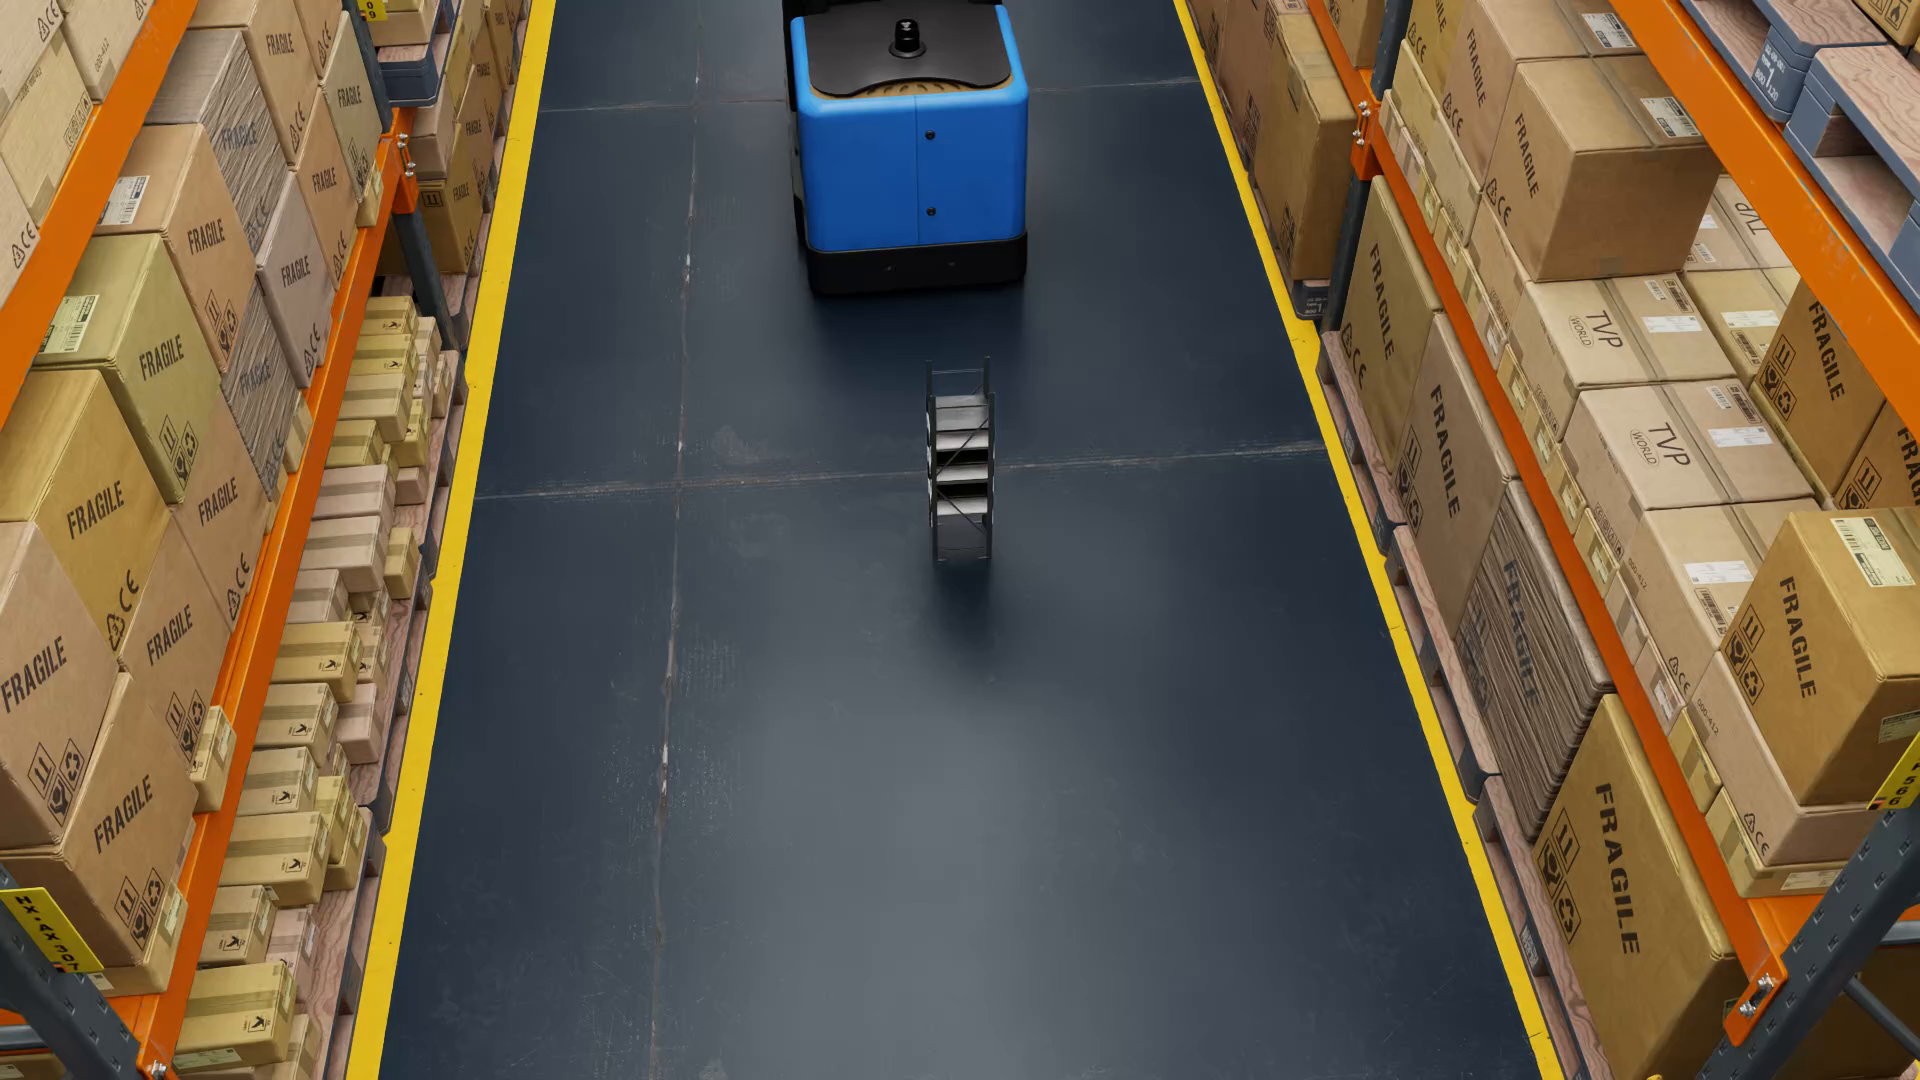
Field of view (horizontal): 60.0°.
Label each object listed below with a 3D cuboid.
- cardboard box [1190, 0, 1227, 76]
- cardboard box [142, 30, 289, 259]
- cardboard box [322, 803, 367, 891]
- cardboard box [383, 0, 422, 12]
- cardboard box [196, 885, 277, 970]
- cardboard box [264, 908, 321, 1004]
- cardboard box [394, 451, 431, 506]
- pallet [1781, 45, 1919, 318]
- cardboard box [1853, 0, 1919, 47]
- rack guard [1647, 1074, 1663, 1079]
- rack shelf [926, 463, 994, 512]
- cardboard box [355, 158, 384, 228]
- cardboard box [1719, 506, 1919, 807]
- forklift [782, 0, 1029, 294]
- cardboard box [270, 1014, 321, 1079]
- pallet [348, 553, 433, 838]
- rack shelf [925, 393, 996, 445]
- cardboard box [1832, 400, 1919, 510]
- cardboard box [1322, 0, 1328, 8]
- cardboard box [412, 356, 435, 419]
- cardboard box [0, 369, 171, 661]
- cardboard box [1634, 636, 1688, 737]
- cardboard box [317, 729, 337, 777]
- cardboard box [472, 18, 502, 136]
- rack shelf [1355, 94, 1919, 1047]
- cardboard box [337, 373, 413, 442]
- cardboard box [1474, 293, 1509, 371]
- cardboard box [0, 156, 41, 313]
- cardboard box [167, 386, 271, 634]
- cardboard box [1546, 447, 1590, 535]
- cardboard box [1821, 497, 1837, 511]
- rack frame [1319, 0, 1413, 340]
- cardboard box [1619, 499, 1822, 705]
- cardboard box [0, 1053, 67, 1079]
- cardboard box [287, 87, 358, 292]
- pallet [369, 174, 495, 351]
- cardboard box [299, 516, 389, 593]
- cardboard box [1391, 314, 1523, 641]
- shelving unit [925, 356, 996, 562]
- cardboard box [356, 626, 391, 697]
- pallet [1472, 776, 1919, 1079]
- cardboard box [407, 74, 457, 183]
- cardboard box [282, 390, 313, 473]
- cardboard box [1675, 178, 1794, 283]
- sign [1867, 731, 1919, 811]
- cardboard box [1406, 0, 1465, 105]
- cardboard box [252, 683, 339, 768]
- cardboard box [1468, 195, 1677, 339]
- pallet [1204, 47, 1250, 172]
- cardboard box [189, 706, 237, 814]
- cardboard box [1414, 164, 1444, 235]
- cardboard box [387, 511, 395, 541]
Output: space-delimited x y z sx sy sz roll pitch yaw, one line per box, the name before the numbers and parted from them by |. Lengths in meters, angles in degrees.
cardboard box | 1.955 -3.140 8.968 1.225 0.875 0.875 -3 47 -3
cardboard box | -2.379 -1.161 4.958 0.500 0.500 0.500 -2 47 -2
cardboard box | -2.198 1.027 5.522 0.380 0.149 0.250 -3 47 -3
cardboard box | -2.340 -2.223 6.604 0.380 0.149 0.250 -3 47 -3
cardboard box | -2.278 1.184 4.964 0.380 0.149 0.250 -3 47 -3
cardboard box | -2.185 1.282 5.076 0.380 0.149 0.250 -4 47 -3
cardboard box | -2.368 -0.270 6.751 0.380 0.149 0.250 -5 47 -5
pallet | 2.448 -0.621 3.404 1.003 0.211 1.213 -3 47 -3
cardboard box | 2.405 -1.487 3.736 0.700 0.500 0.500 -6 47 -6
rack guard | 2.523 1.793 4.844 1.175 0.500 0.348 -3 47 -3
rack shelf | 0.001 -0.219 6.644 0.258 0.077 0.200 -3 47 -3
cardboard box | -2.378 -1.291 6.216 0.380 0.149 0.250 -5 47 -4
cardboard box | 2.218 0.271 3.946 0.500 0.500 0.500 -3 47 -3
forklift | -0.366 -3.252 7.948 1.130 2.935 3.031 -5 47 -5
cardboard box | -2.155 1.582 4.996 0.380 0.149 0.250 -3 47 -2
pallet | -2.568 0.578 6.194 1.003 0.211 1.213 -3 47 -3
rack shelf | 0.001 -0.466 6.382 0.258 0.077 0.200 -3 47 -3
cardboard box | 2.708 -0.118 4.314 0.500 0.500 0.500 -5 47 -4
cardboard box | 1.840 -2.692 7.301 0.500 0.500 0.500 -2 47 -2
cardboard box | -2.387 -0.612 6.870 0.380 0.149 0.250 -6 47 -5
cardboard box | -2.252 -0.041 3.897 0.500 0.500 0.500 -2 47 -2
cardboard box | 2.119 0.395 4.620 0.380 0.149 0.250 -3 47 -3
cardboard box | -2.324 0.732 5.597 0.380 0.149 0.250 -6 47 -5
cardboard box | -2.666 -2.346 8.475 0.500 0.500 0.500 -3 47 -3
rack shelf | 2.353 -0.283 5.584 1.077 0.370 4.000 -3 47 -3
cardboard box | -2.387 -0.514 6.572 0.380 0.149 0.250 -4 47 -4
cardboard box | 1.988 -0.719 5.675 0.380 0.149 0.250 -3 47 -3
cardboard box | -2.253 -0.557 3.385 0.500 0.250 0.500 -2 47 -2
cardboard box | -2.291 -0.074 4.617 0.500 0.500 0.500 -3 47 -3
cardboard box | 2.054 -0.161 5.146 0.380 0.149 0.250 -3 47 -3
cardboard box | 2.700 0.126 4.599 0.500 0.250 0.500 -4 47 -4
rack frame | 2.186 -1.978 6.694 1.000 3.000 0.127 -3 47 -3
cardboard box | 2.174 0.164 4.564 0.500 0.250 0.500 -4 47 -4
cardboard box | -2.727 1.408 4.751 0.380 0.149 0.250 -3 47 -3
cardboard box | -2.401 -1.177 5.662 0.500 0.500 0.500 -5 47 -4
pallet | -2.832 -1.354 8.023 1.003 0.211 1.213 -3 47 -3
cardboard box | -2.293 0.063 6.026 0.380 0.149 0.250 -5 47 -5
cardboard box | 2.237 -0.258 6.239 0.875 0.875 0.875 -3 47 -3
shelving unit | 0.001 -0.304 6.554 0.258 0.900 0.210 -3 47 -3
cardboard box | -2.298 0.464 6.056 0.380 0.149 0.250 -3 47 -3
pallet | 2.376 1.301 5.509 1.003 0.211 1.213 -3 47 -3
cardboard box | -2.564 -1.843 7.482 0.500 0.250 0.500 -5 47 -5
cardboard box | -2.305 -0.344 5.319 0.380 0.149 0.250 -3 47 -3
cardboard box | 2.573 -0.981 5.648 0.500 0.250 0.500 -3 47 -2
sign | 1.979 0.460 3.425 0.100 0.325 0.005 -3 47 -3
cardboard box | 1.971 -1.924 6.025 0.500 0.500 0.500 -3 47 -3
cardboard box | -2.289 0.618 5.499 0.380 0.149 0.250 -2 47 -2
cardboard box | 2.050 -0.938 5.607 0.500 0.250 0.500 -2 47 -2
pallet | 1.941 -2.457 9.068 1.003 0.211 1.213 -3 47 -3
cardboard box | -2.162 0.597 4.428 0.380 0.149 0.250 -5 47 -4
cardboard box | 1.924 -1.276 6.202 0.380 0.149 0.250 -2 47 -2
cardboard box | -2.383 -0.049 6.336 0.380 0.149 0.250 -2 47 -2
